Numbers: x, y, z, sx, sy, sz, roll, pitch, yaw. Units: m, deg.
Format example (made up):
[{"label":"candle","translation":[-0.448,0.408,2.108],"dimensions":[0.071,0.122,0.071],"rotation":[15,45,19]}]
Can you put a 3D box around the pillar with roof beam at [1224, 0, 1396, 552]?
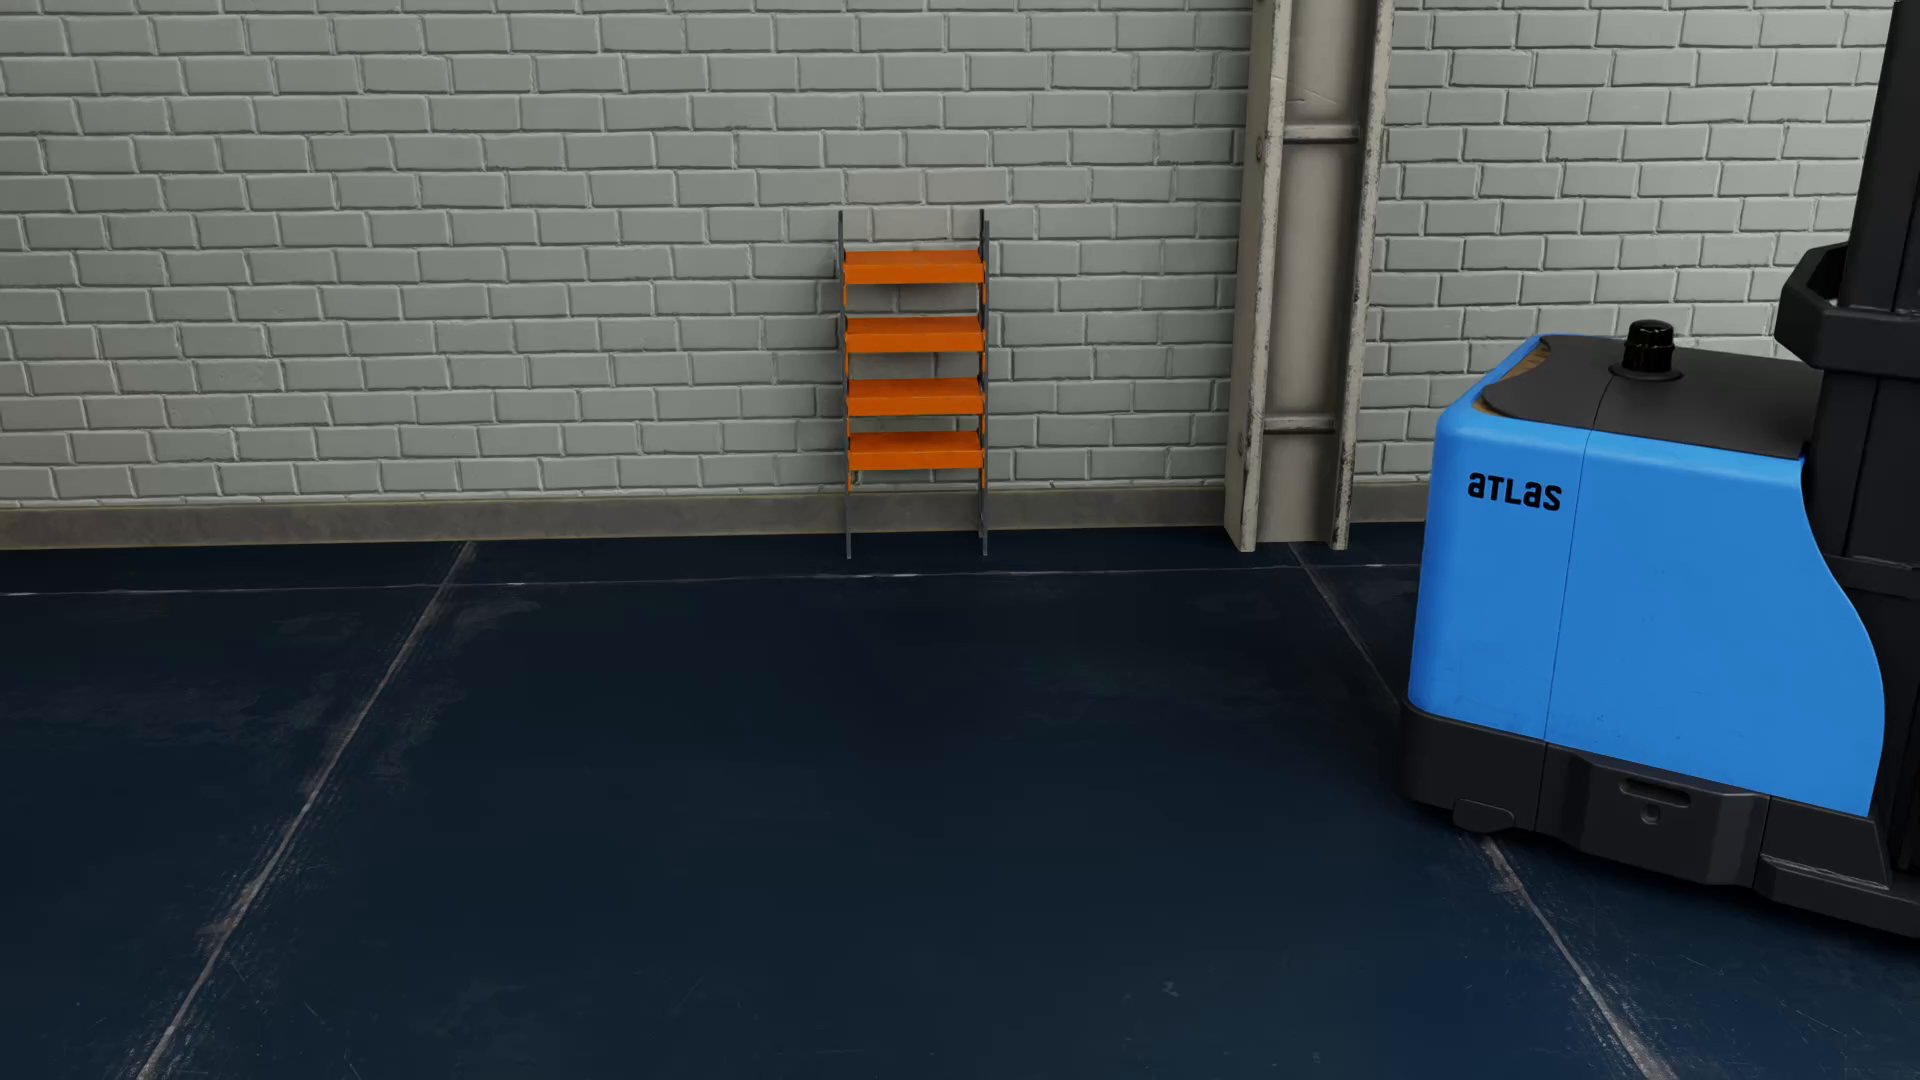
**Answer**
[{"label":"pillar with roof beam","translation":[1.445,-2.693,0.548],"dimensions":[0.400,9.000,9.100],"rotation":[-1,21,-3]}]

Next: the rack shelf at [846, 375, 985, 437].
[{"label":"rack shelf","translation":[-0.161,-0.476,5.874],"dimensions":[0.480,0.148,0.258],"rotation":[-1,21,-4]}]

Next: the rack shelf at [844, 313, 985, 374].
[{"label":"rack shelf","translation":[-0.161,-0.685,5.794],"dimensions":[0.480,0.148,0.258],"rotation":[-1,21,-4]}]

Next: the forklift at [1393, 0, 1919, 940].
[{"label":"forklift","translation":[2.641,-0.541,3.424],"dimensions":[3.031,2.935,1.130],"rotation":[12,24,29]}]

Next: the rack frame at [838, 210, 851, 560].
[{"label":"rack frame","translation":[-0.404,-0.533,5.835],"dimensions":[0.015,1.200,0.240],"rotation":[-1,21,-4]}]

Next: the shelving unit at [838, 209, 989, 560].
[{"label":"shelving unit","translation":[-0.161,-0.539,5.850],"dimensions":[0.503,1.200,0.258],"rotation":[-1,21,-4]}]

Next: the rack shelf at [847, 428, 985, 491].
[{"label":"rack shelf","translation":[-0.161,-0.291,5.945],"dimensions":[0.480,0.148,0.258],"rotation":[-1,21,-4]}]

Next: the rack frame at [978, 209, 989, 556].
[{"label":"rack frame","translation":[0.083,-0.545,5.865],"dimensions":[0.015,1.200,0.240],"rotation":[-1,21,-4]}]

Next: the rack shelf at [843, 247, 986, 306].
[{"label":"rack shelf","translation":[-0.161,-0.906,5.710],"dimensions":[0.480,0.148,0.258],"rotation":[-1,21,-4]}]
